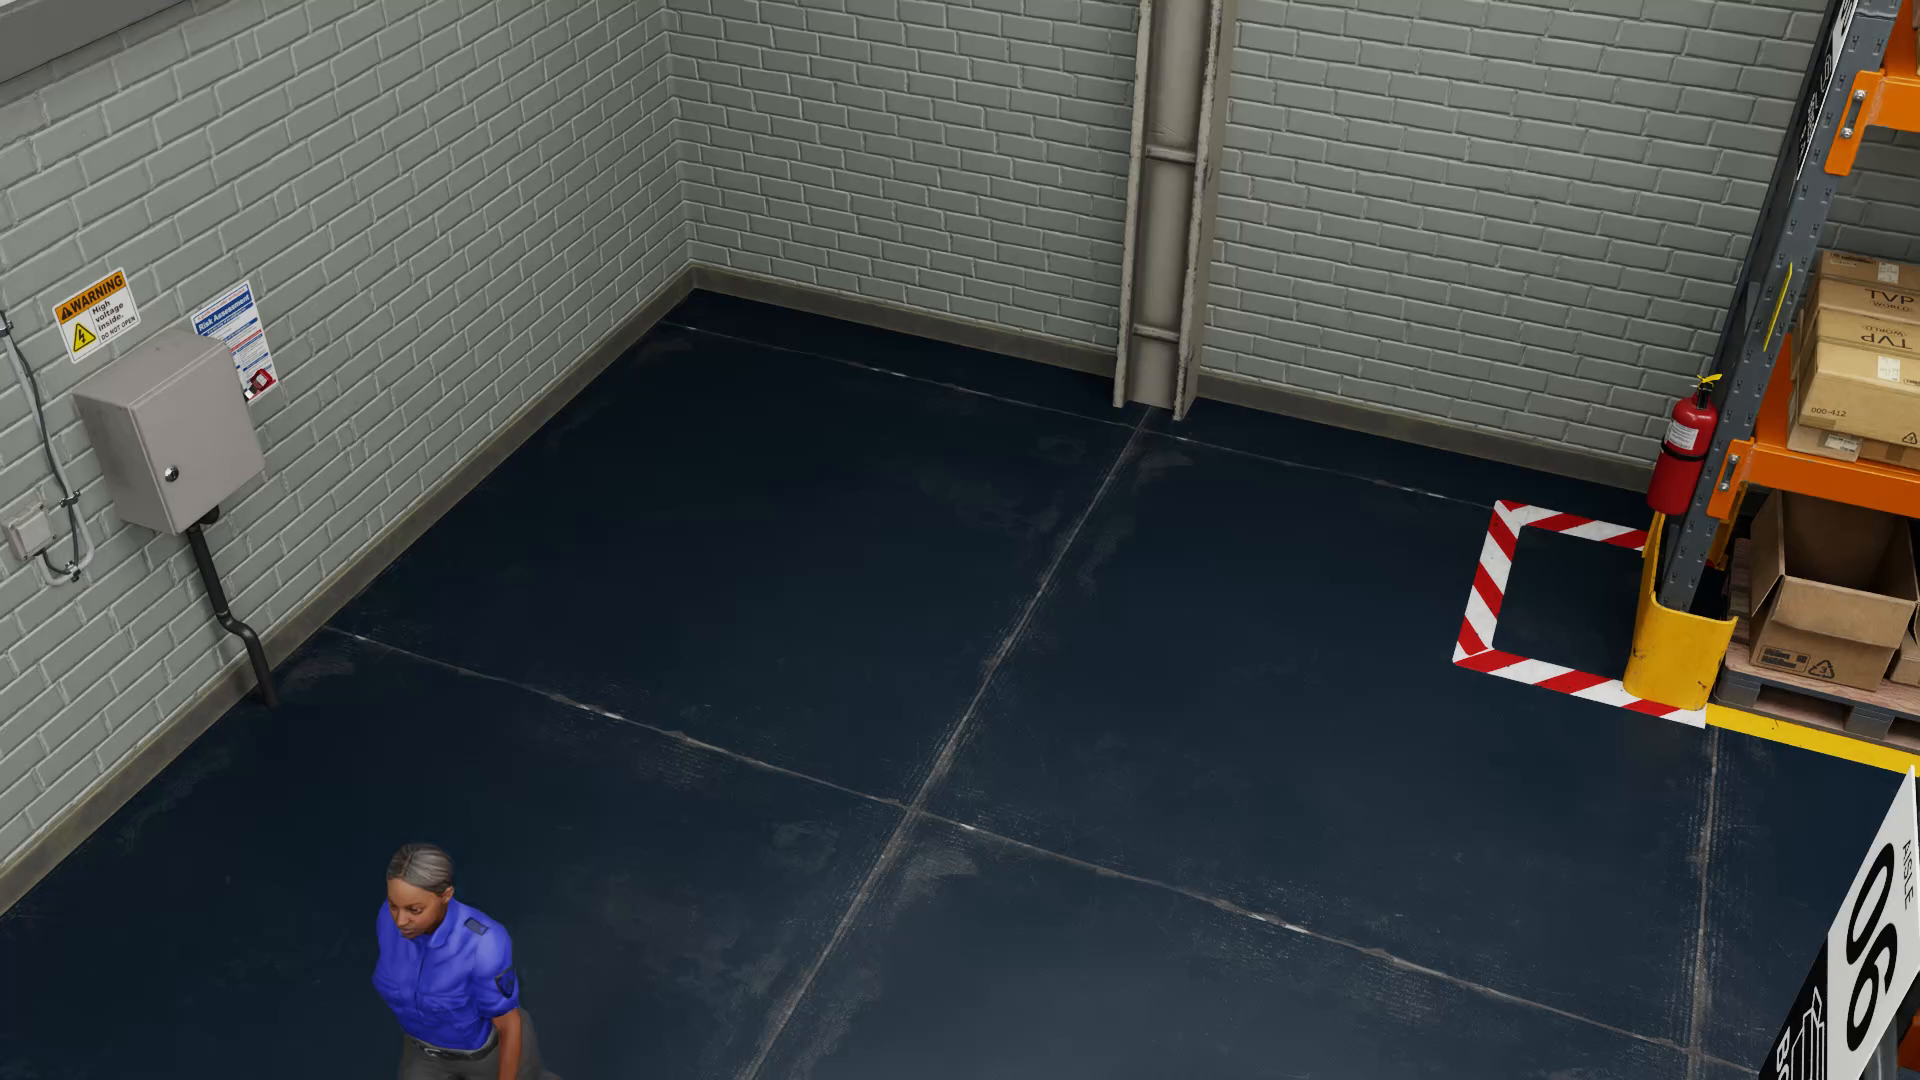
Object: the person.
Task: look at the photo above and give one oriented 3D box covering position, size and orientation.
[{"bbox_3d":[-1.466,1.546,4.828,0.488,1.667,0.806,10,39,13],"label":"person"}]
